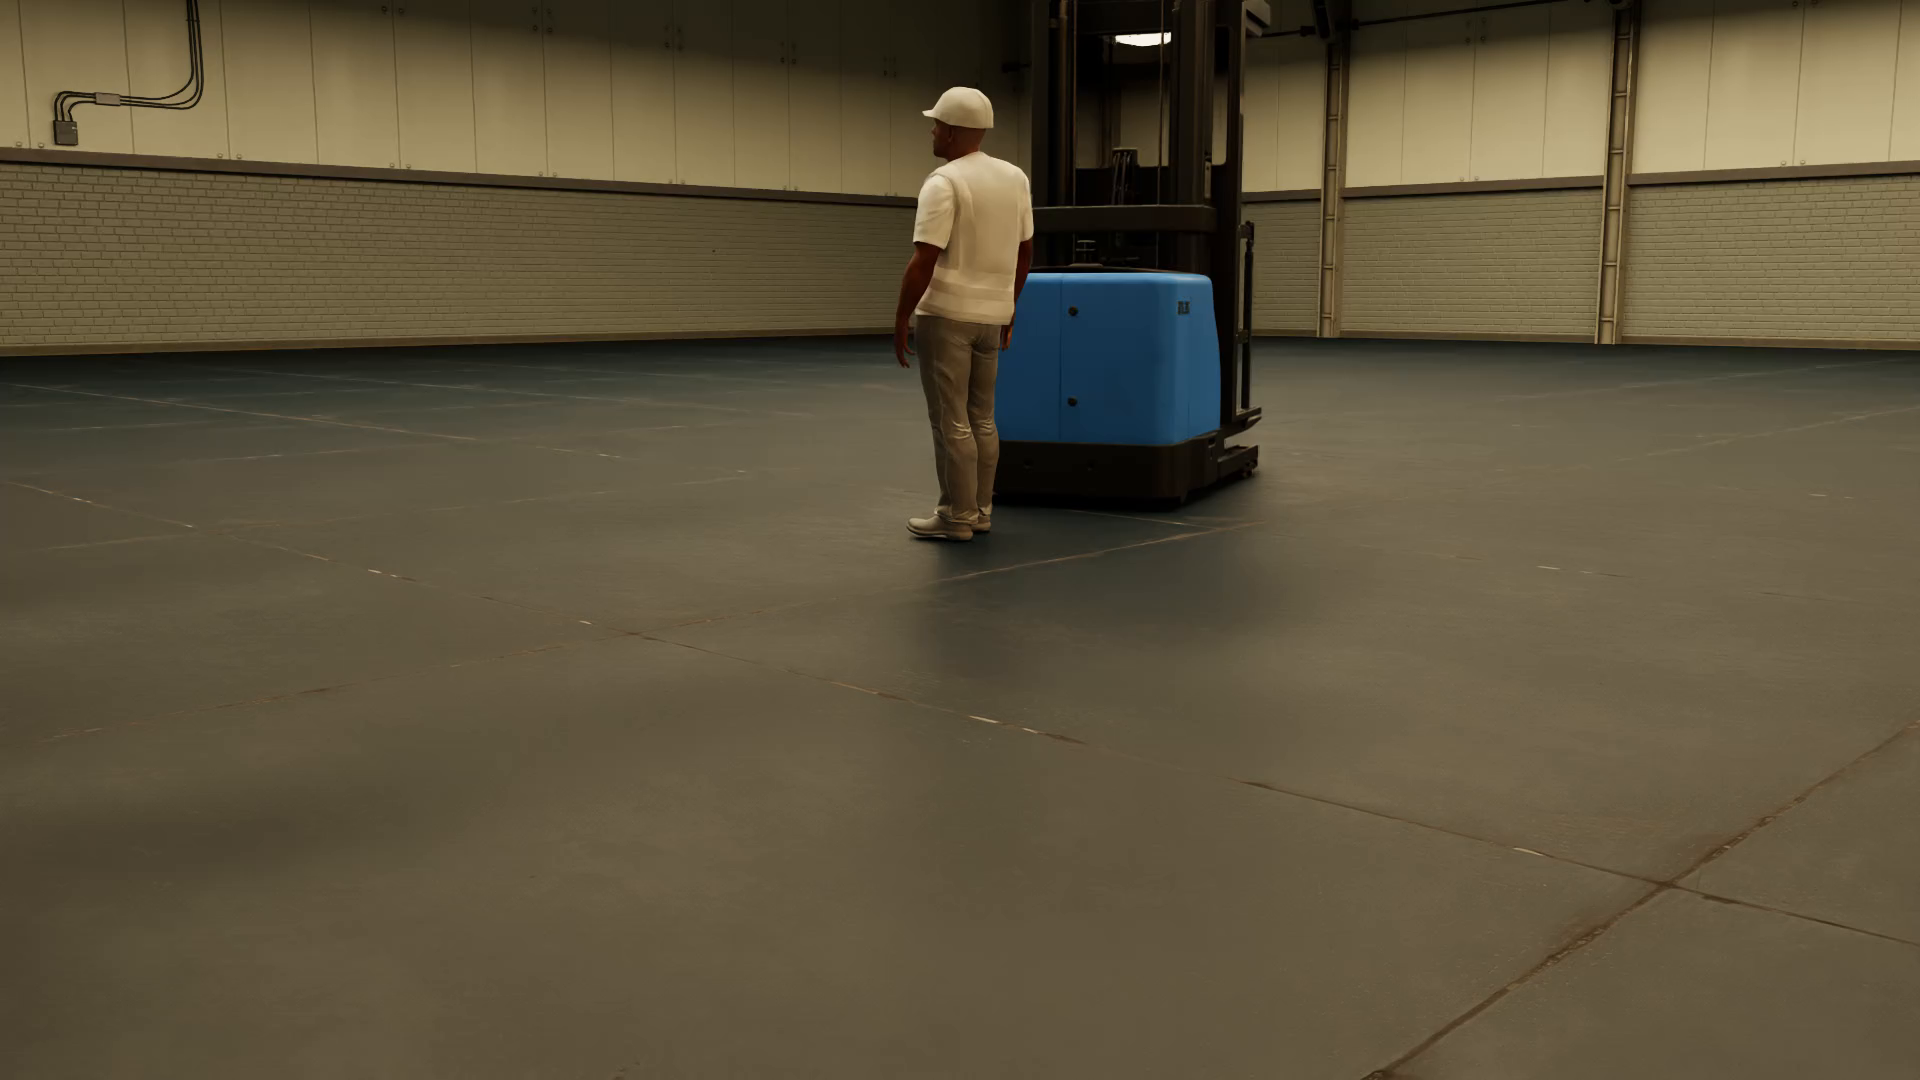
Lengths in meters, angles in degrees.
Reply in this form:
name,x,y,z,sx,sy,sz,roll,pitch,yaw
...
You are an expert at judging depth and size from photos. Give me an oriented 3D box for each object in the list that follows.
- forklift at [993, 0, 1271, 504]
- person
name,x,y,z,sx,sy,sz,roll,pitch,yaw
forklift,0.995,-1.797,8.805,1.130,2.935,3.031,3,9,21
person,-0.046,-0.888,6.636,0.577,1.765,0.666,8,12,43
